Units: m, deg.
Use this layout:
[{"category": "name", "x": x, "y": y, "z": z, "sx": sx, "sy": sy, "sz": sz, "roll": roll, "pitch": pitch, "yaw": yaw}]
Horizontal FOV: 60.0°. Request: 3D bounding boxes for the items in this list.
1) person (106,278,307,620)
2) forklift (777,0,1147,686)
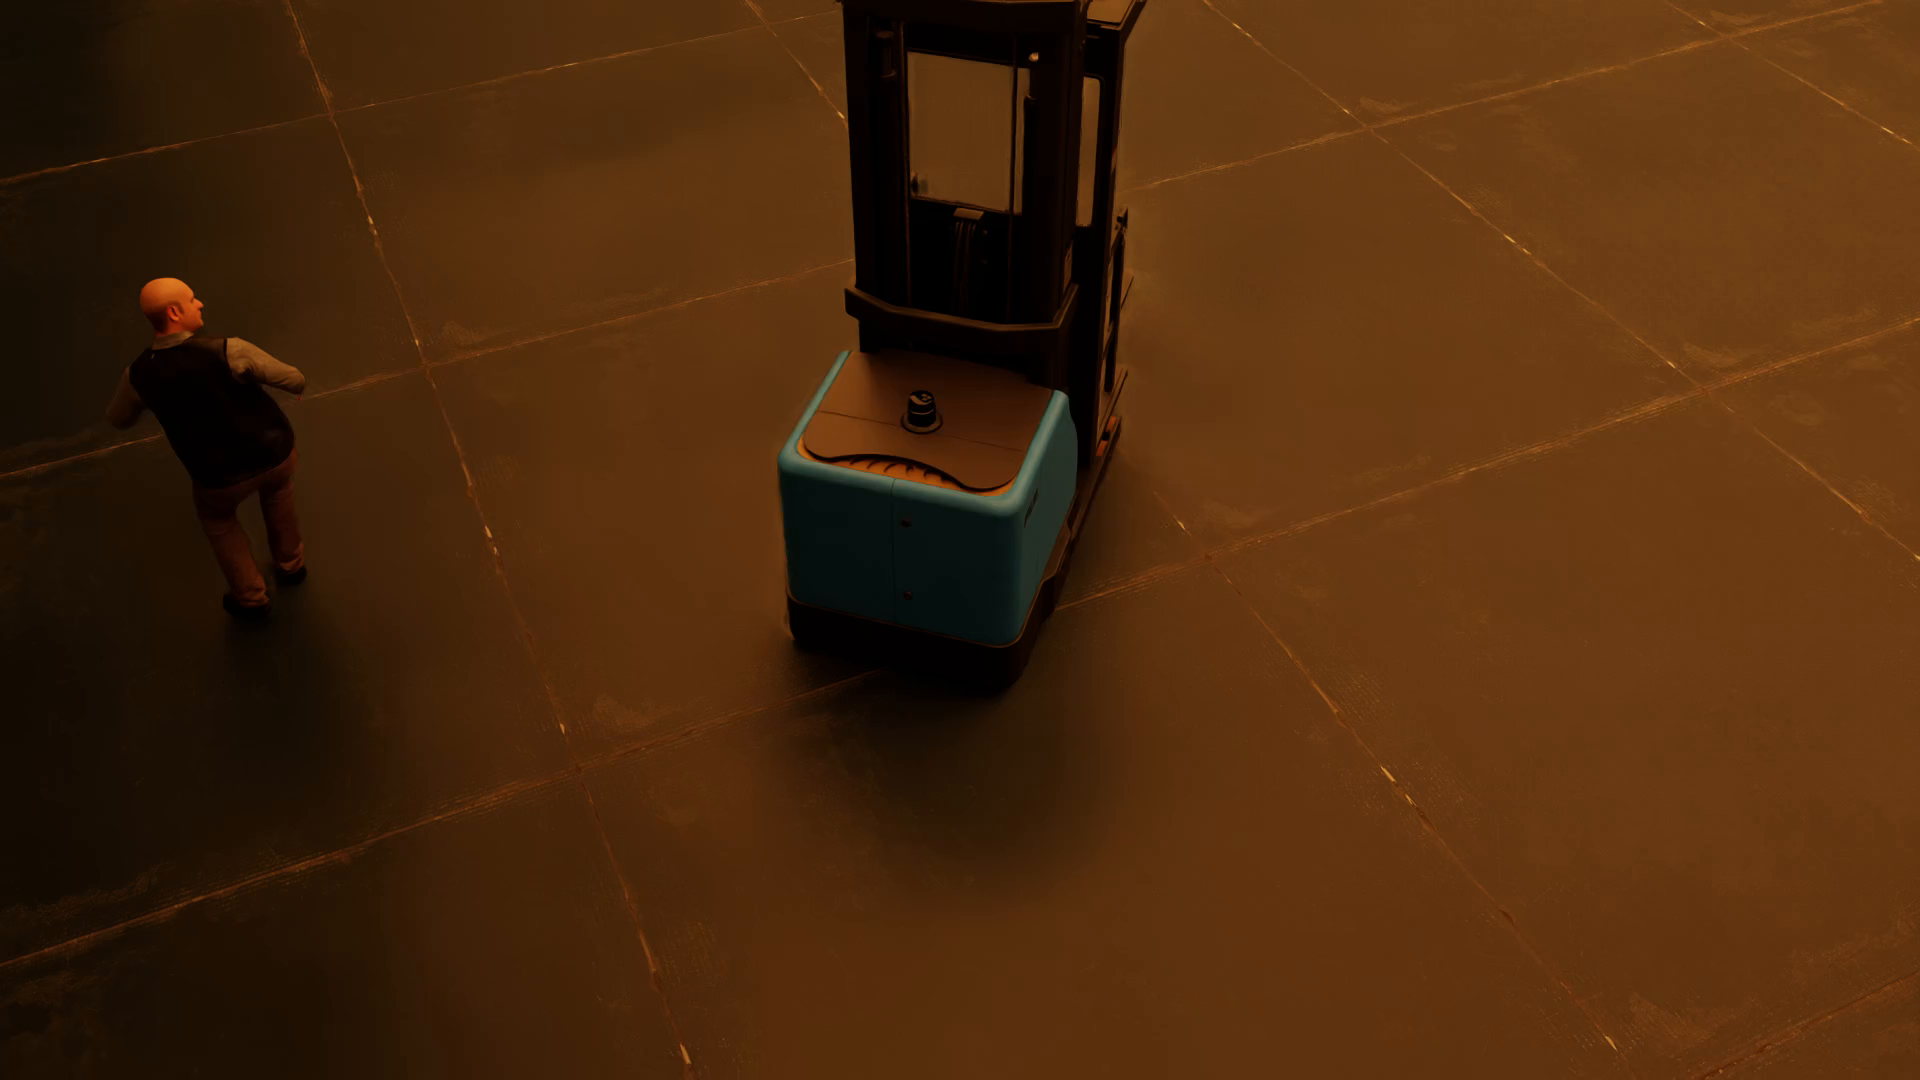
[{"category": "person", "x": -3.142, "y": -0.424, "z": 7.095, "sx": 0.770, "sy": 1.660, "sz": 0.694, "roll": -21, "pitch": 47, "yaw": -21}, {"category": "forklift", "x": 0.175, "y": -1.472, "z": 7.257, "sx": 1.130, "sy": 2.935, "sz": 3.031, "roll": 12, "pitch": 44, "yaw": 12}]
